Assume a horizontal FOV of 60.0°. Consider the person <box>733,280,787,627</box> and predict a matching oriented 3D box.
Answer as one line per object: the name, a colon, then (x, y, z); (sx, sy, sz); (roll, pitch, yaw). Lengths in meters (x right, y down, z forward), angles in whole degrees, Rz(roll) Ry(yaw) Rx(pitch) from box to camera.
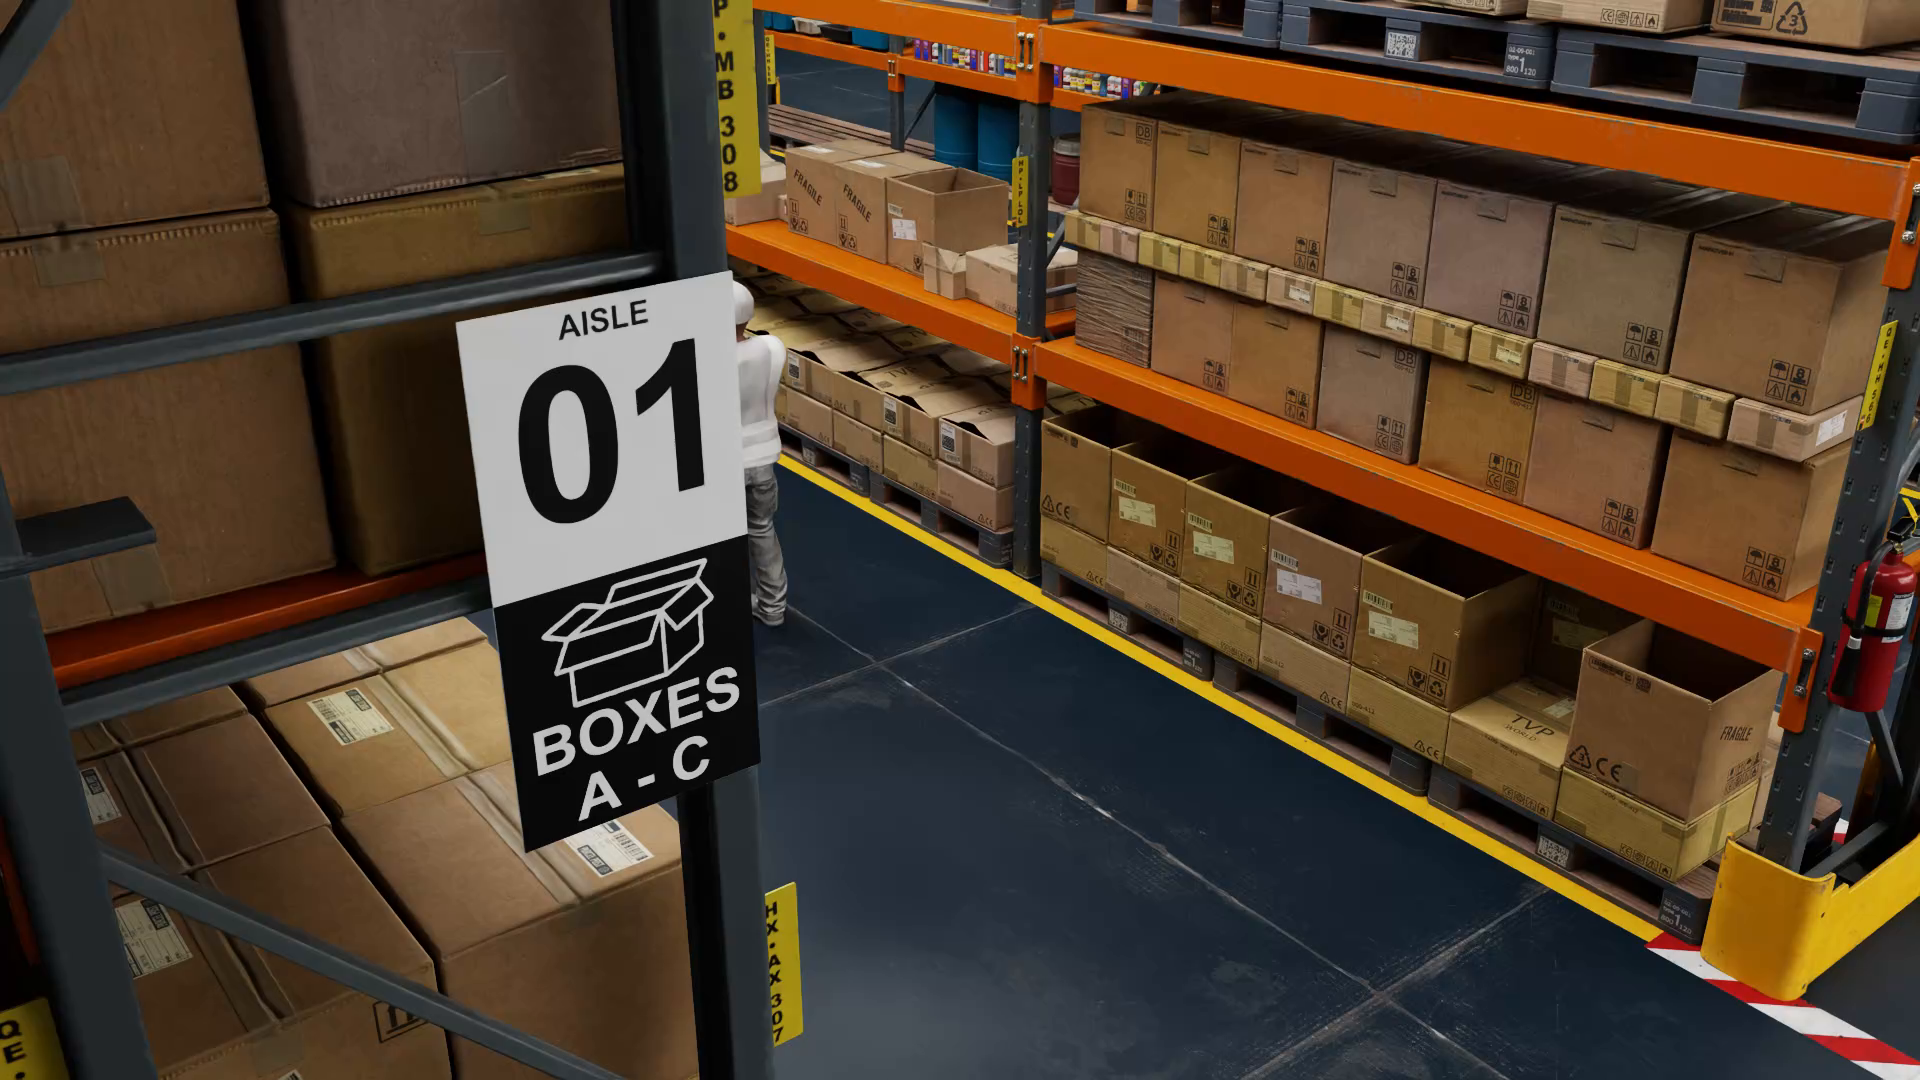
person: (-1.127, -0.408, 7.923); (0.487, 1.779, 0.584); (-18, 30, -34)
